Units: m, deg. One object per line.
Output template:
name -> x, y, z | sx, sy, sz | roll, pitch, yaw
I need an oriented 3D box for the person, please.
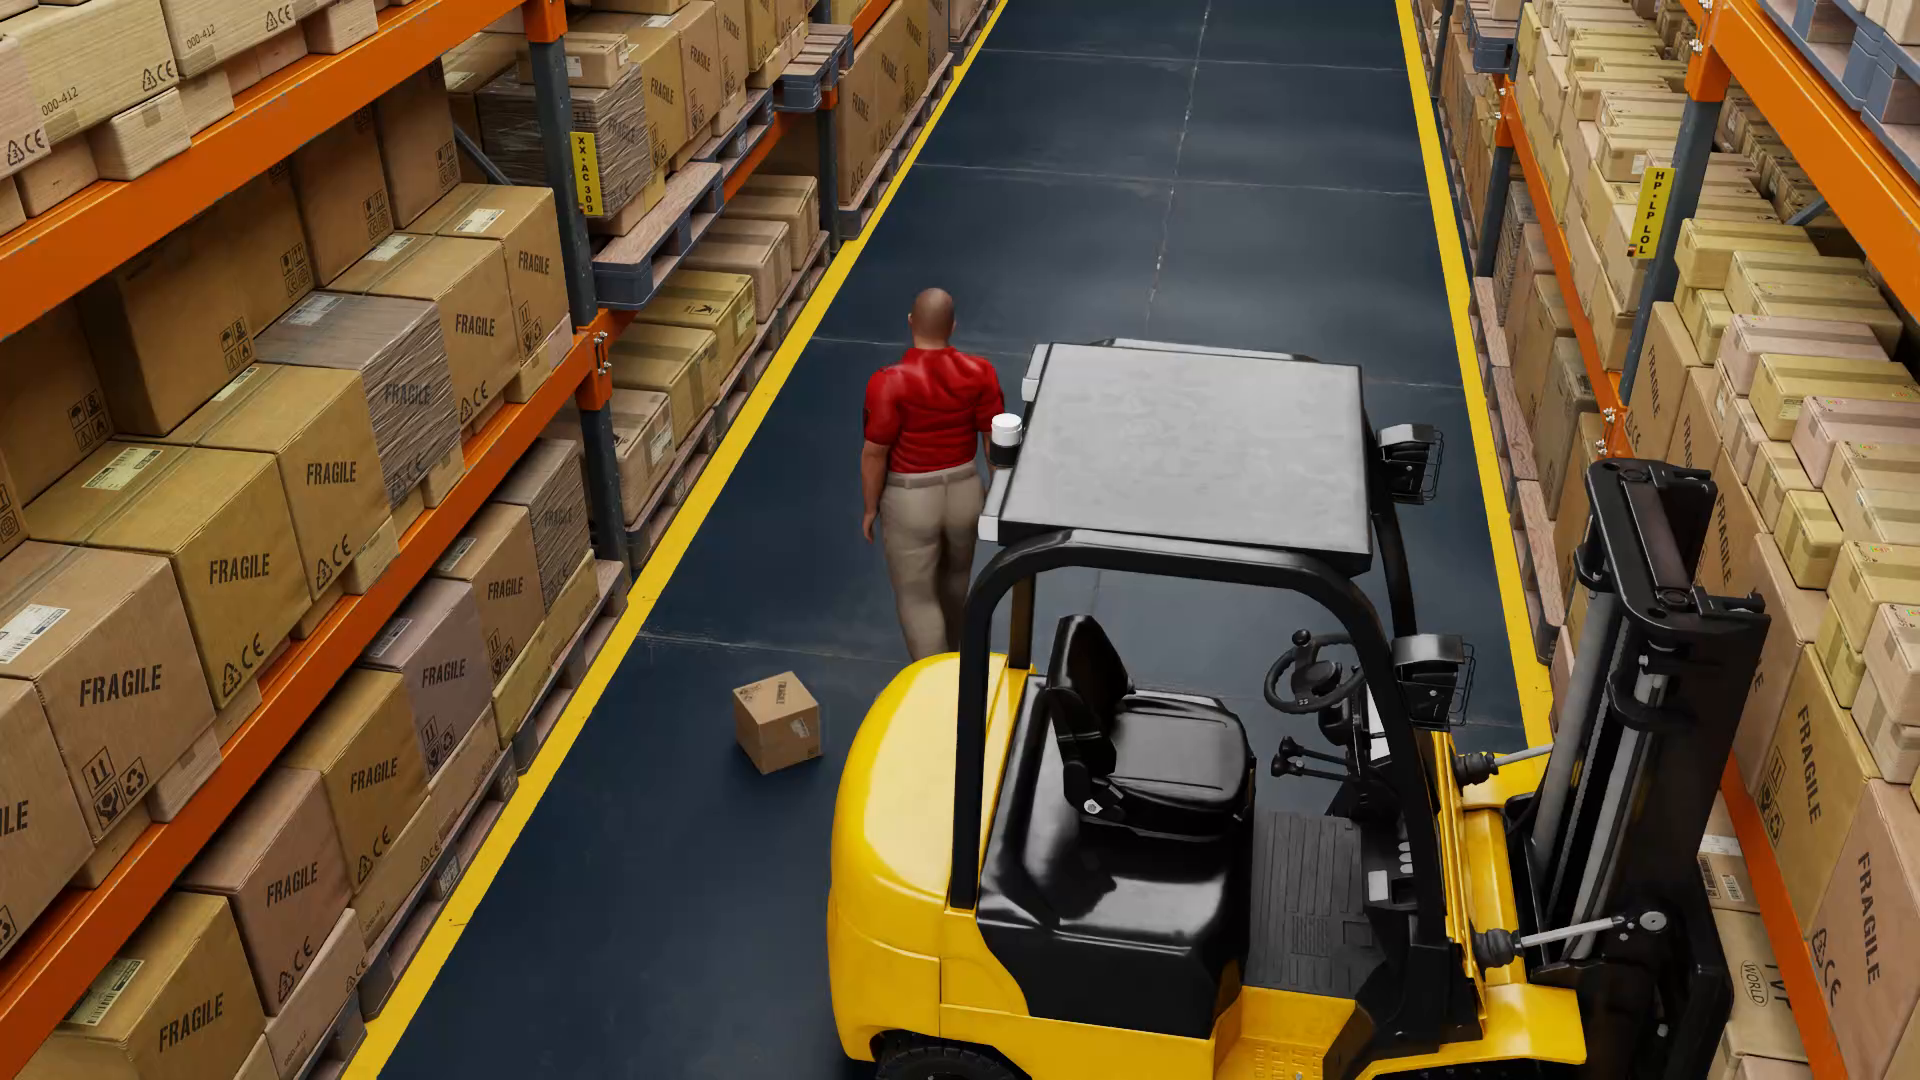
person -> -0.109, -0.151, 6.390 | 0.604, 1.715, 0.633 | -14, 35, -22
